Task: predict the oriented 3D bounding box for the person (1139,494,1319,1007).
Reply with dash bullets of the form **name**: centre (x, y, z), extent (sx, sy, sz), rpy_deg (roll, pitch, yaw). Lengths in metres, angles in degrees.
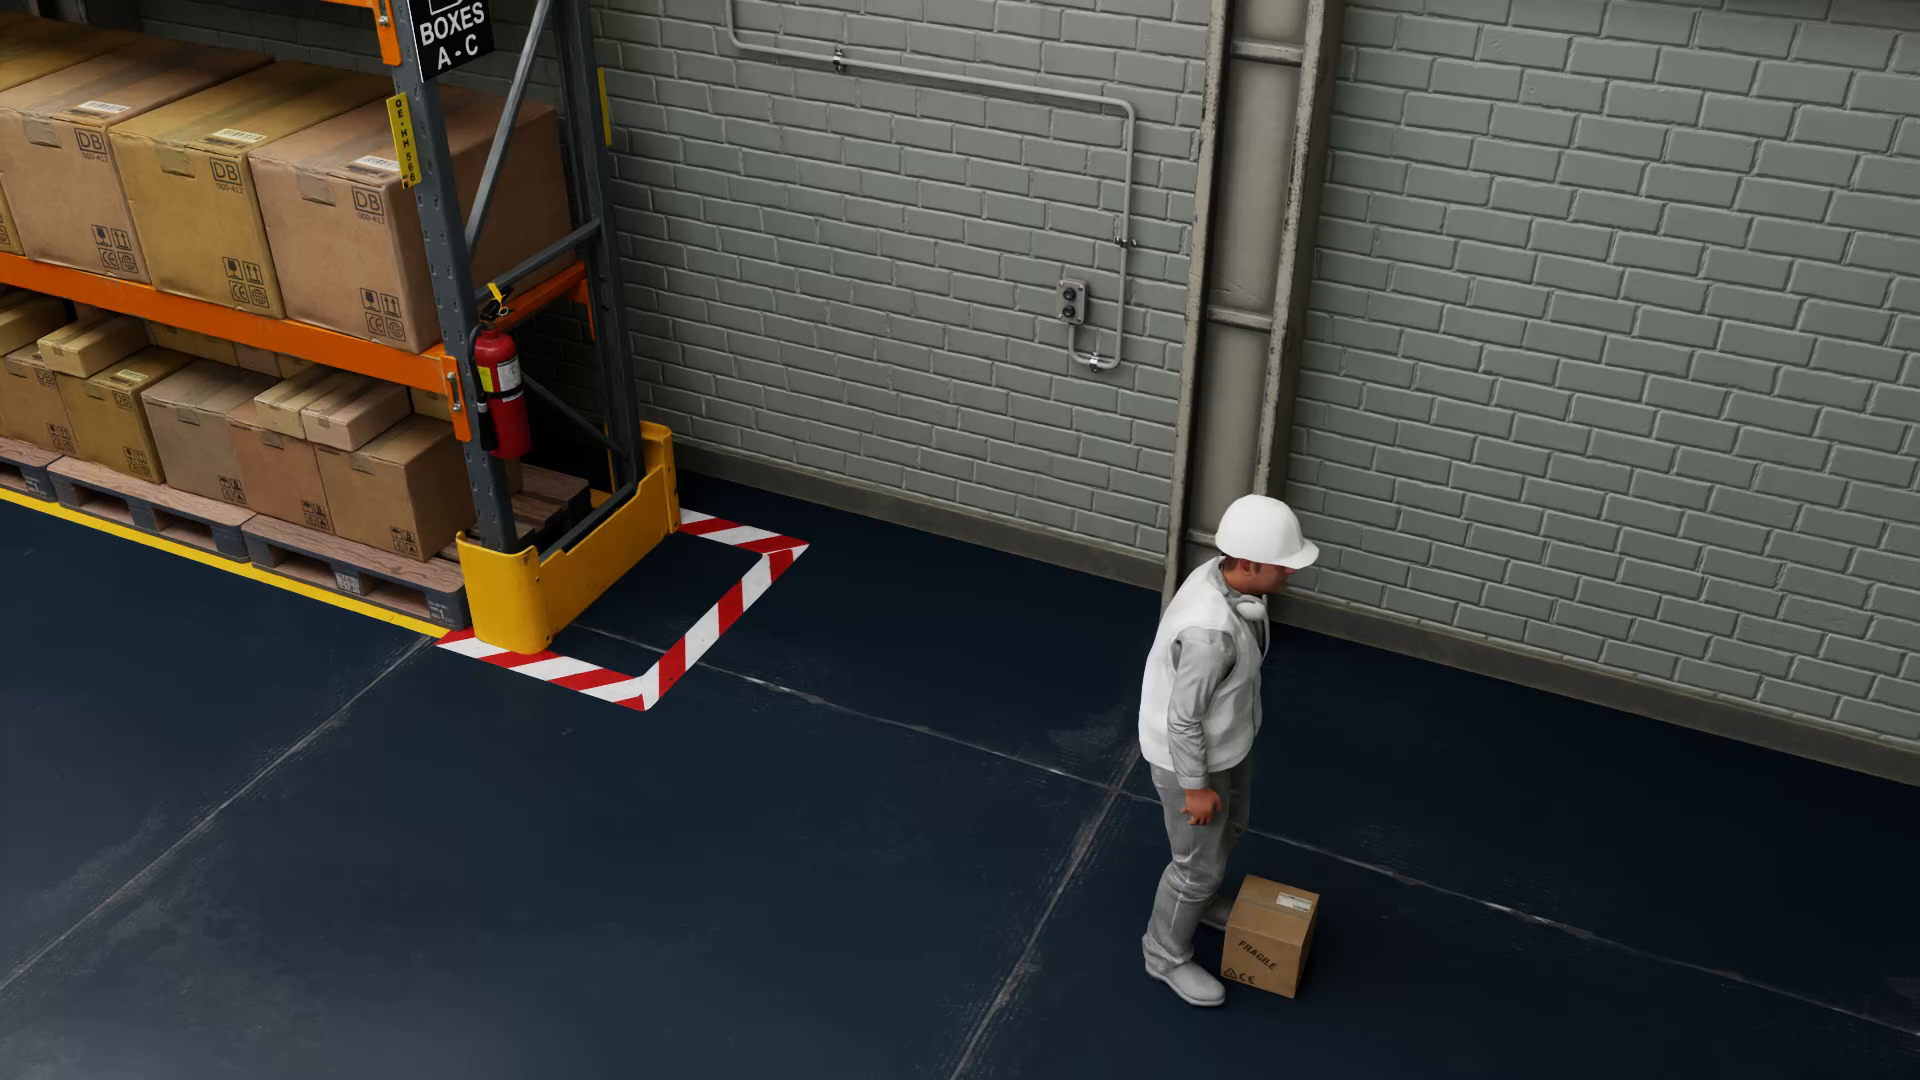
- **person**: centre (0.792, 0.623, 5.175), extent (0.464, 1.771, 0.581), rpy_deg (14, 36, 20)
